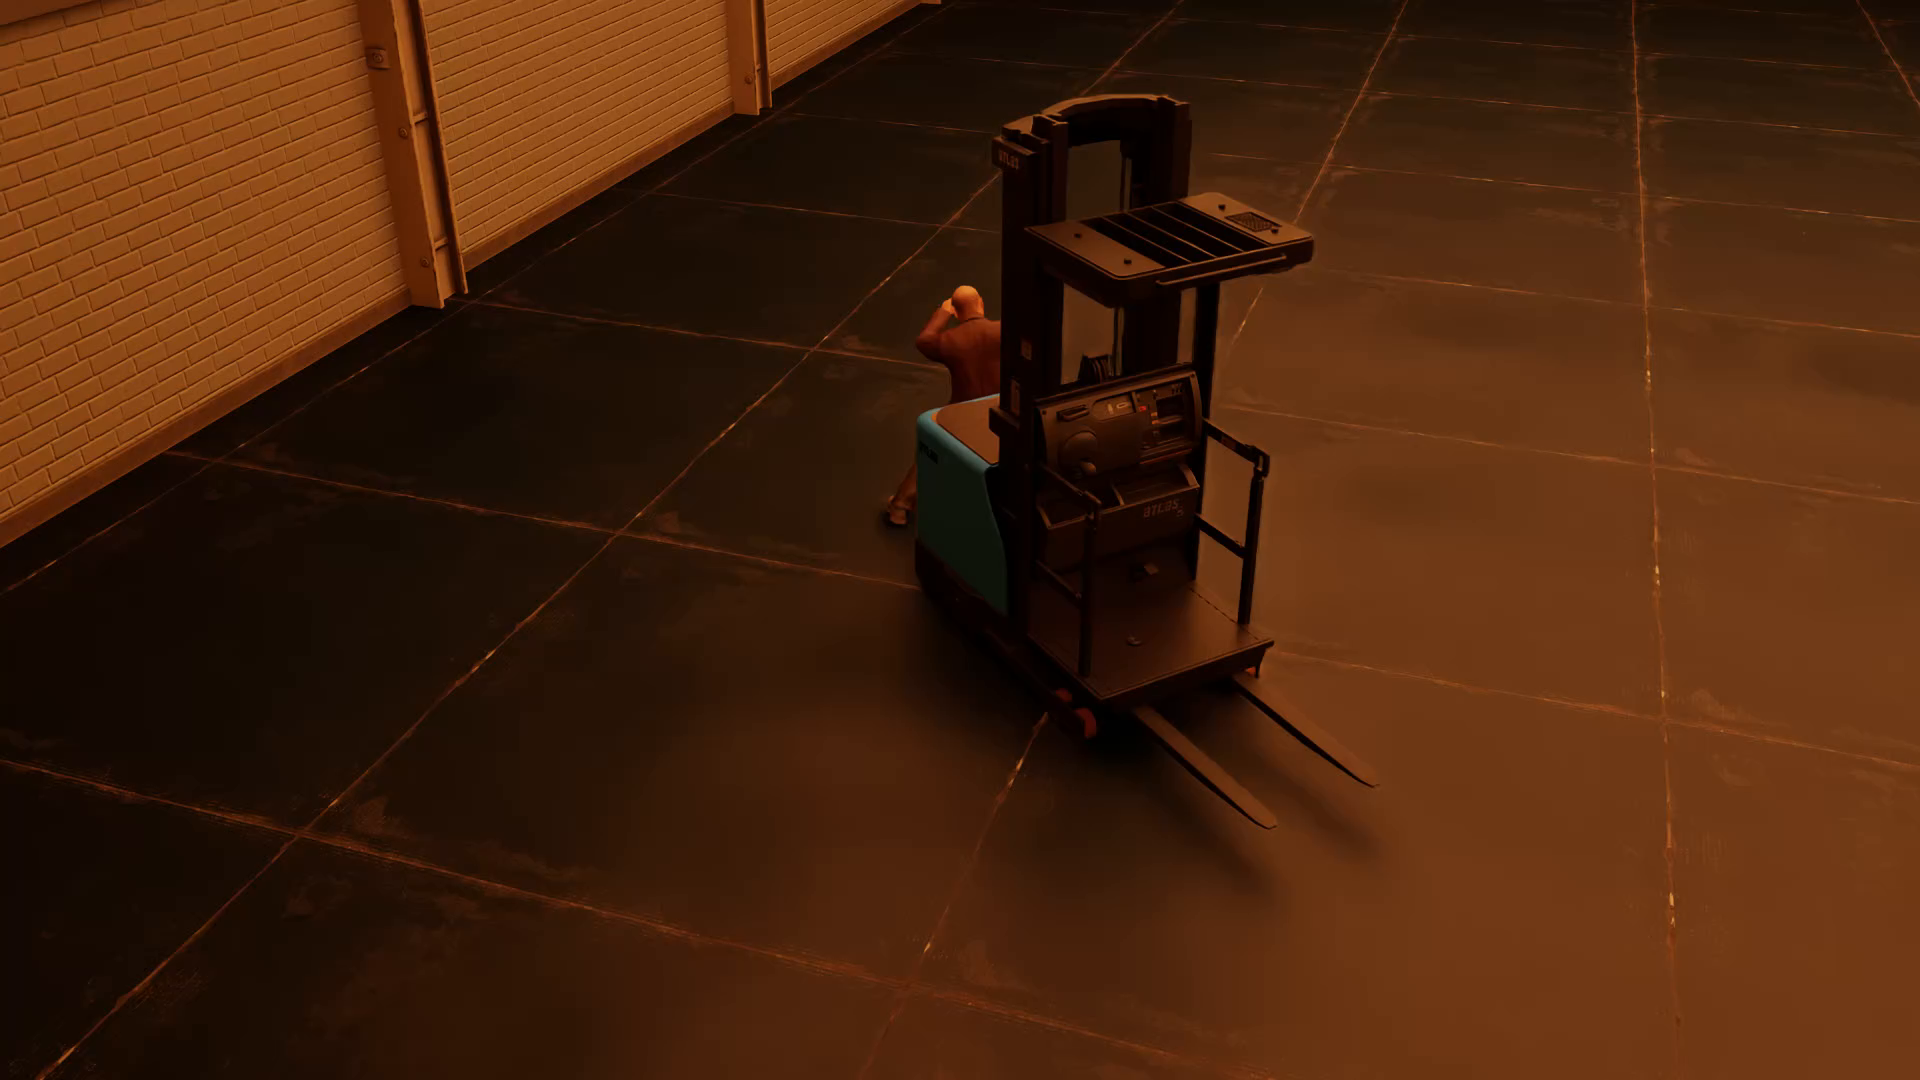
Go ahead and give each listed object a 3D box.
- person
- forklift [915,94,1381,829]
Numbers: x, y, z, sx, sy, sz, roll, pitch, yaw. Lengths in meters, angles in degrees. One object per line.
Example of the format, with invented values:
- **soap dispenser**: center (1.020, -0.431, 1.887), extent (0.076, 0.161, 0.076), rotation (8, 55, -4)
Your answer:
- **person**: center (0.111, -0.945, 10.349), extent (1.059, 1.431, 1.261), rotation (5, 30, 8)
- **forklift**: center (0.909, -0.528, 8.063), extent (1.130, 2.935, 3.031), rotation (-16, 33, -26)
